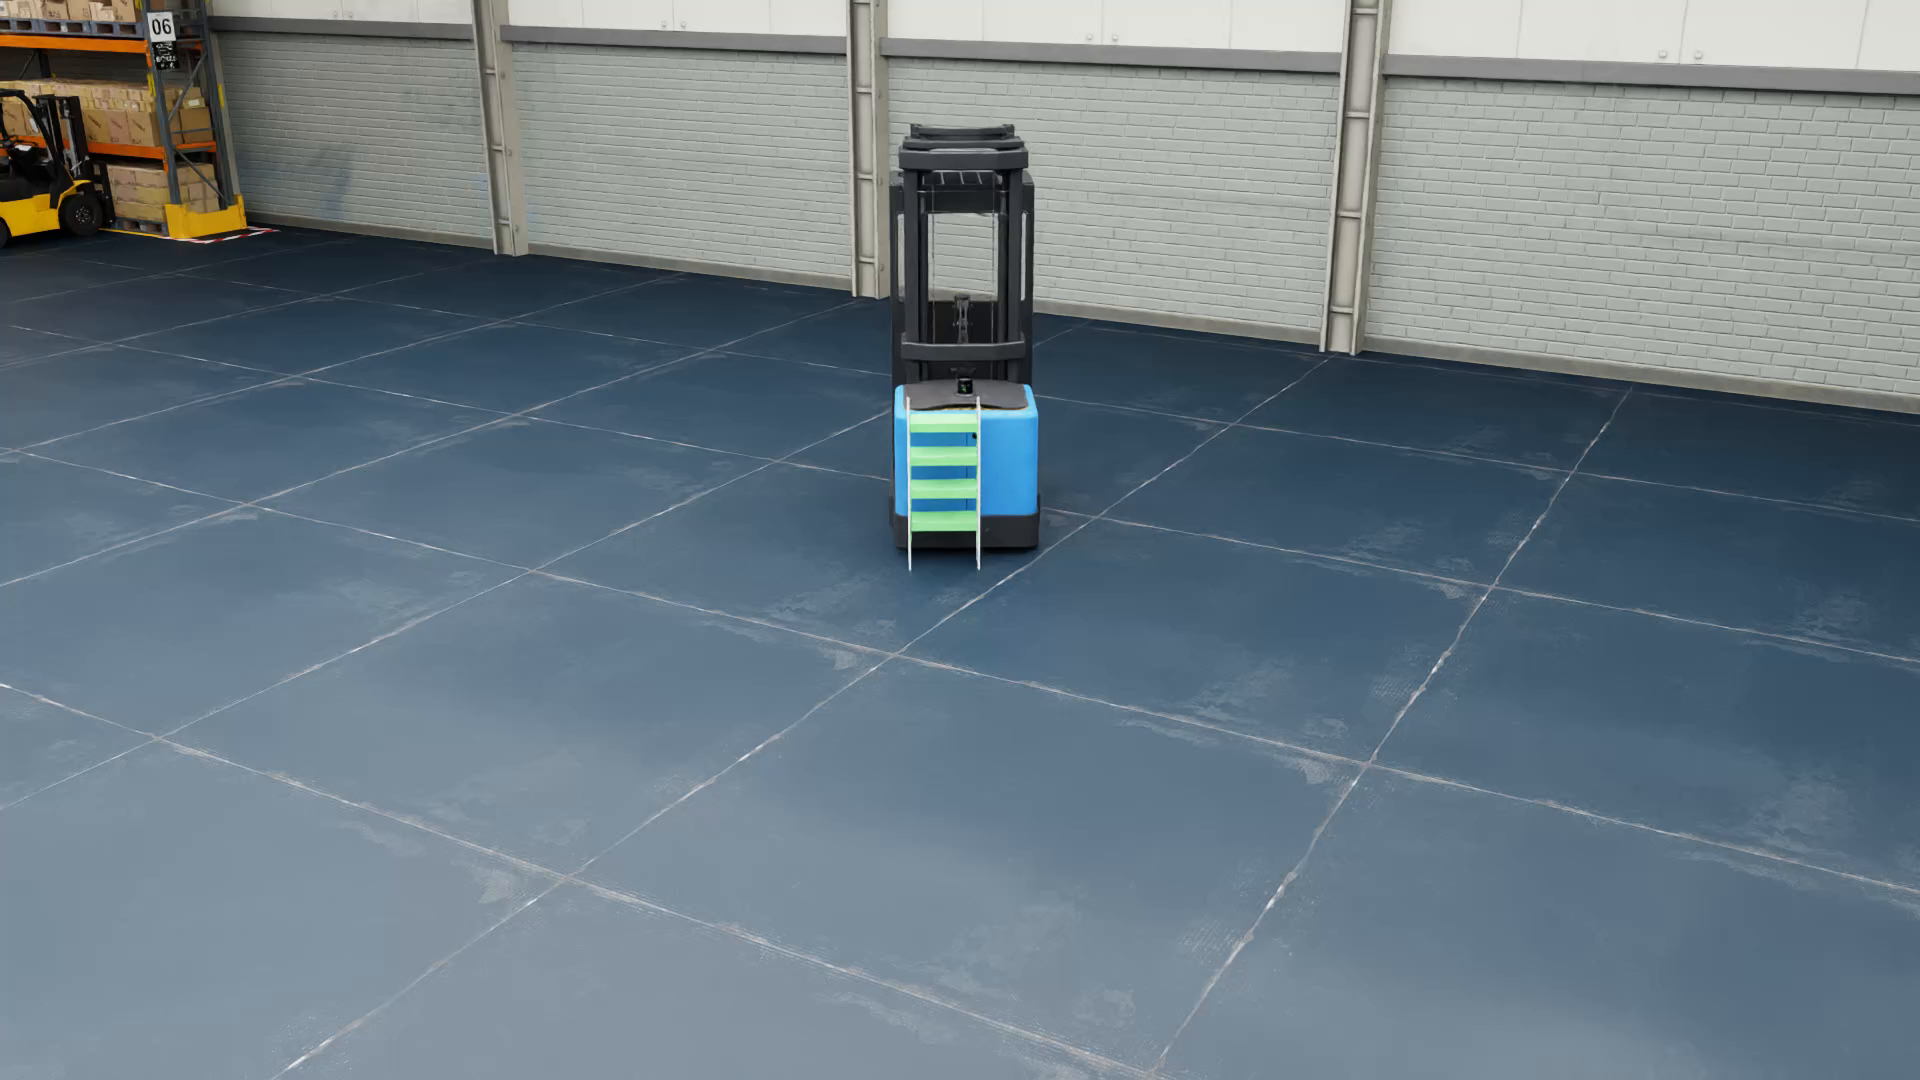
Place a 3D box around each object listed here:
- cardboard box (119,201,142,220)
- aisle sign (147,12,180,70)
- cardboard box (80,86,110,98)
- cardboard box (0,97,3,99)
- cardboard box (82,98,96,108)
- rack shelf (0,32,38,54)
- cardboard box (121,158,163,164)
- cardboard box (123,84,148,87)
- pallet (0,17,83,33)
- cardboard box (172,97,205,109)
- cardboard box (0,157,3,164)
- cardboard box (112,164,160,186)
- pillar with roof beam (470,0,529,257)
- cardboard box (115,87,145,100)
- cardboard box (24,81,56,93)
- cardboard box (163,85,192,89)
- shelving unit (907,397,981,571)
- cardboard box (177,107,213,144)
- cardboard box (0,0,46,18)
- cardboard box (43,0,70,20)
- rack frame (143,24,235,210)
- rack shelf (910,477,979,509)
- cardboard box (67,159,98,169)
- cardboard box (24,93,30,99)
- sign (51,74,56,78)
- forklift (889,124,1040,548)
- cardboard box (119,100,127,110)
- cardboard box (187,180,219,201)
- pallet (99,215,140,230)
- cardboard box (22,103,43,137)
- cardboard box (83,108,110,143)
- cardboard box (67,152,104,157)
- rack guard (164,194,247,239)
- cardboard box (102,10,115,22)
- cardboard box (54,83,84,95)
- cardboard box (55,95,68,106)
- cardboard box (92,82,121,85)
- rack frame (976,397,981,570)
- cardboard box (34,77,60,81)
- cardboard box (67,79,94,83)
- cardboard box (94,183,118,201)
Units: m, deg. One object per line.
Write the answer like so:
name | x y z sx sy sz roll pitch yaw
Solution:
cardboard box | -12.403 -5.052 25.310 0.500 0.250 0.500 11 23 27
aisle sign | -11.496 -7.201 24.006 0.004 0.787 0.394 11 23 27
cardboard box | -12.988 -6.749 25.037 0.250 0.149 0.380 11 23 28
cardboard box | -15.308 -7.085 26.401 0.250 0.149 0.380 12 23 29
cardboard box | -12.981 -6.610 25.090 0.250 0.149 0.380 11 23 28
rack shelf | -16.648 -8.147 27.083 4.000 0.370 1.077 11 23 27
cardboard box | -12.606 -5.757 25.788 0.500 0.250 0.500 11 22 27
cardboard box | -12.499 -6.864 25.355 0.250 0.149 0.380 12 23 29
pallet | -14.144 -7.977 25.689 1.213 0.211 1.003 11 23 27
cardboard box | -11.579 -6.563 24.962 0.250 0.149 0.380 10 22 26
cardboard box | -15.363 -5.907 27.118 0.625 0.625 0.875 12 23 30
cardboard box | -12.412 -5.519 25.132 0.500 0.250 0.500 11 23 28
pillar with roof beam | -8.439 -7.002 18.473 0.400 9.000 9.100 11 23 27
cardboard box | -12.297 -6.633 24.719 0.250 0.149 0.380 11 23 28
cardboard box | -14.269 -7.037 25.831 0.250 0.149 0.380 10 22 26
cardboard box | -11.800 -6.752 25.045 0.250 0.149 0.380 12 23 29
shelving unit | -0.114 -0.390 11.680 0.503 1.200 0.258 -1 20 -2
cardboard box | -11.707 -6.290 25.159 0.500 0.500 0.500 12 23 29
cardboard box | -14.294 -8.145 25.388 0.500 0.311 0.500 11 23 28
cardboard box | -13.252 -8.090 24.957 0.637 0.503 0.797 12 23 29
rack frame | -11.410 -6.078 24.721 0.127 3.000 1.000 11 23 27
rack shelf | -0.114 -0.330 11.702 0.480 0.148 0.258 -1 20 -2
cardboard box | -13.751 -5.776 25.841 0.500 0.250 0.500 12 23 29
cardboard box | -14.284 -6.886 25.851 0.250 0.149 0.380 11 23 27
sign | -14.632 -7.352 26.850 0.005 0.325 0.100 11 23 27
forklift | 0.005 -1.772 12.952 1.130 2.935 3.031 -1 20 -2
cardboard box | -12.283 -6.499 24.784 0.250 0.149 0.380 11 23 28
cardboard box | -11.719 -5.357 25.419 0.500 0.250 0.500 11 23 28
pallet | -13.159 -5.085 26.073 1.213 0.211 1.003 11 23 27
cardboard box | -14.179 -6.557 25.895 0.500 0.500 0.500 11 23 28
cardboard box | -12.863 -6.302 25.194 0.500 0.500 0.500 10 22 26
cardboard box | -13.928 -6.014 26.495 0.500 0.250 0.500 10 22 27
rack guard | -11.389 -4.899 25.136 0.348 0.500 1.175 11 23 27
cardboard box | -12.281 -7.661 24.294 0.250 0.149 0.380 10 22 26
cardboard box | -13.605 -6.903 25.461 0.250 0.149 0.380 11 23 27
cardboard box | -13.648 -6.742 25.455 0.250 0.149 0.380 10 22 26
cardboard box | -13.168 -6.997 25.723 0.250 0.149 0.380 12 23 29
rack frame | 0.130 -0.392 11.686 0.015 1.200 0.240 -1 20 -2
cardboard box | -14.476 -7.271 26.478 0.250 0.149 0.380 11 23 27
cardboard box | -13.790 -7.154 26.155 0.250 0.149 0.380 10 22 26
cardboard box | -12.881 -5.372 25.458 0.500 0.250 0.500 10 22 26
